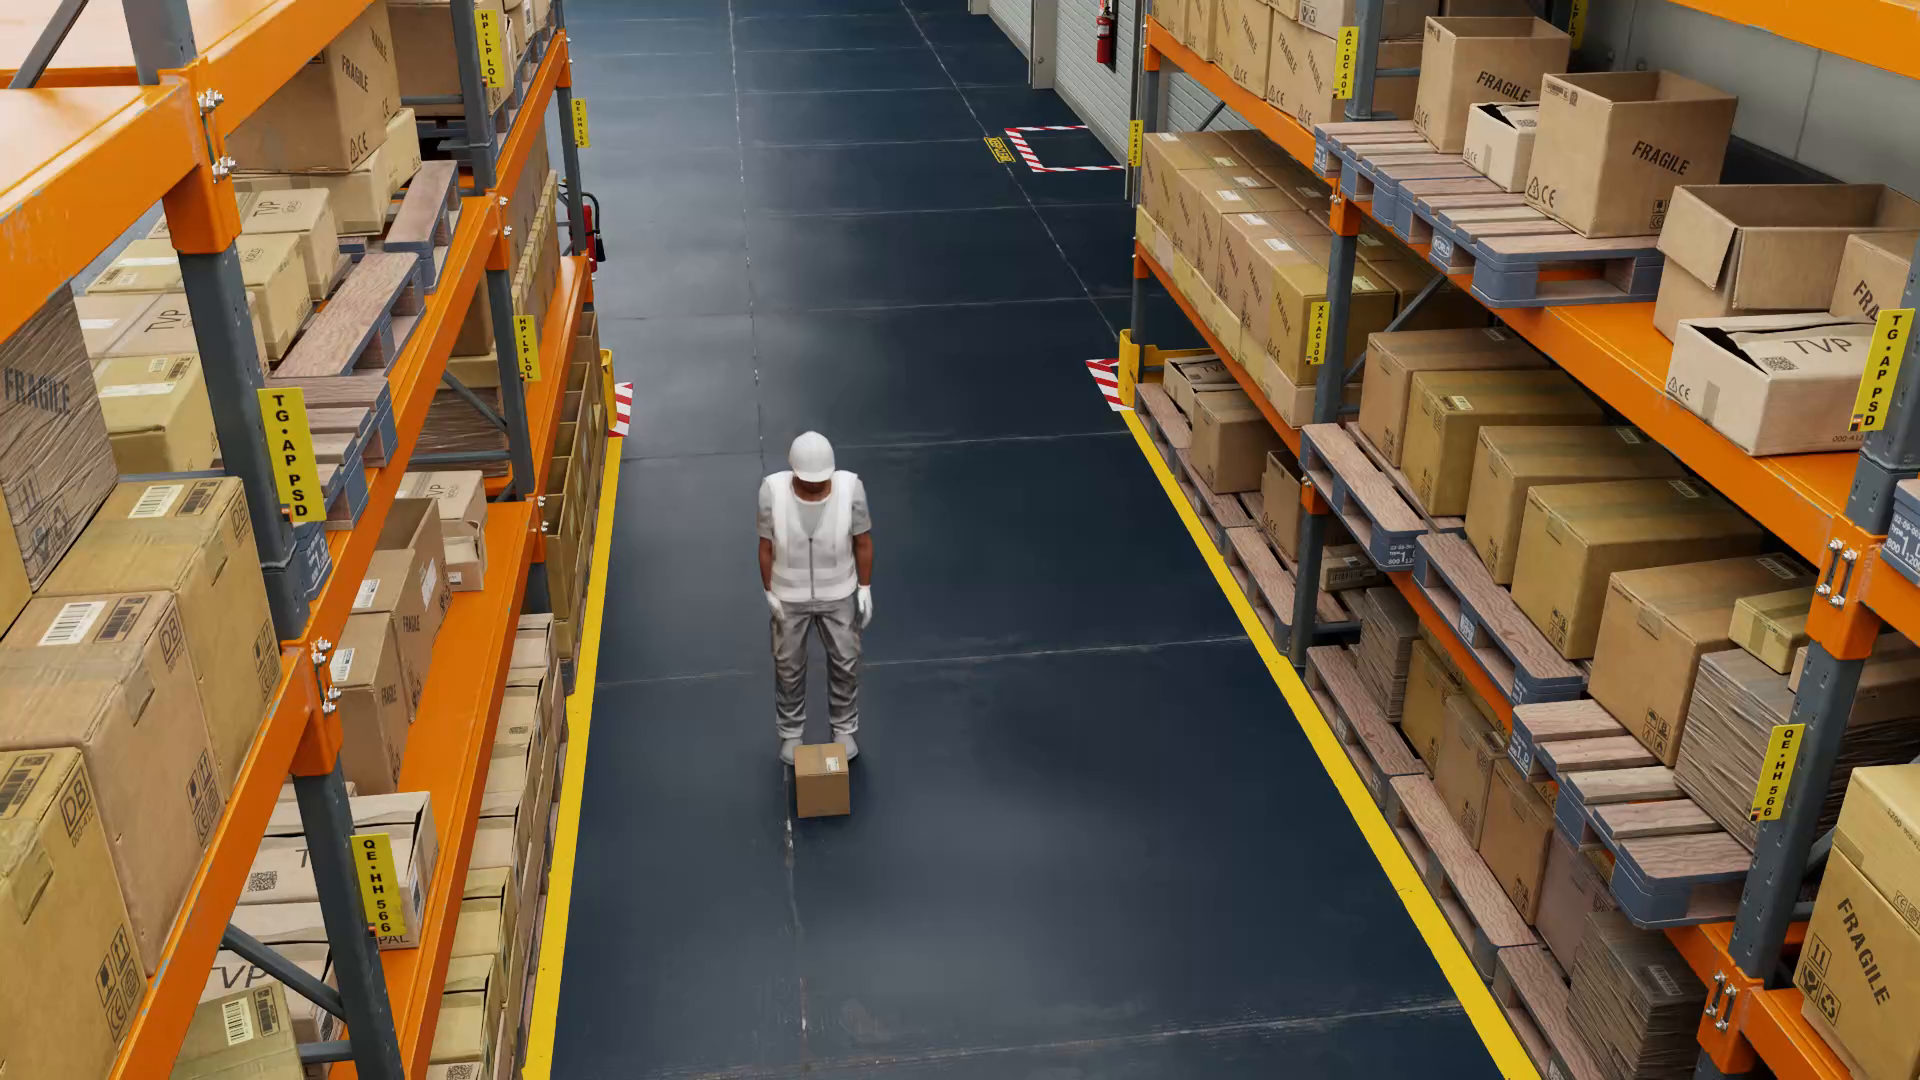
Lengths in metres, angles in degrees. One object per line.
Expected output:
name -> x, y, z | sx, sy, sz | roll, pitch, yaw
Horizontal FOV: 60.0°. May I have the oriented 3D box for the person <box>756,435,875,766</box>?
person -> -0.690, 0.276, 8.087 | 0.563, 1.757, 0.414 | -3, 27, -6
